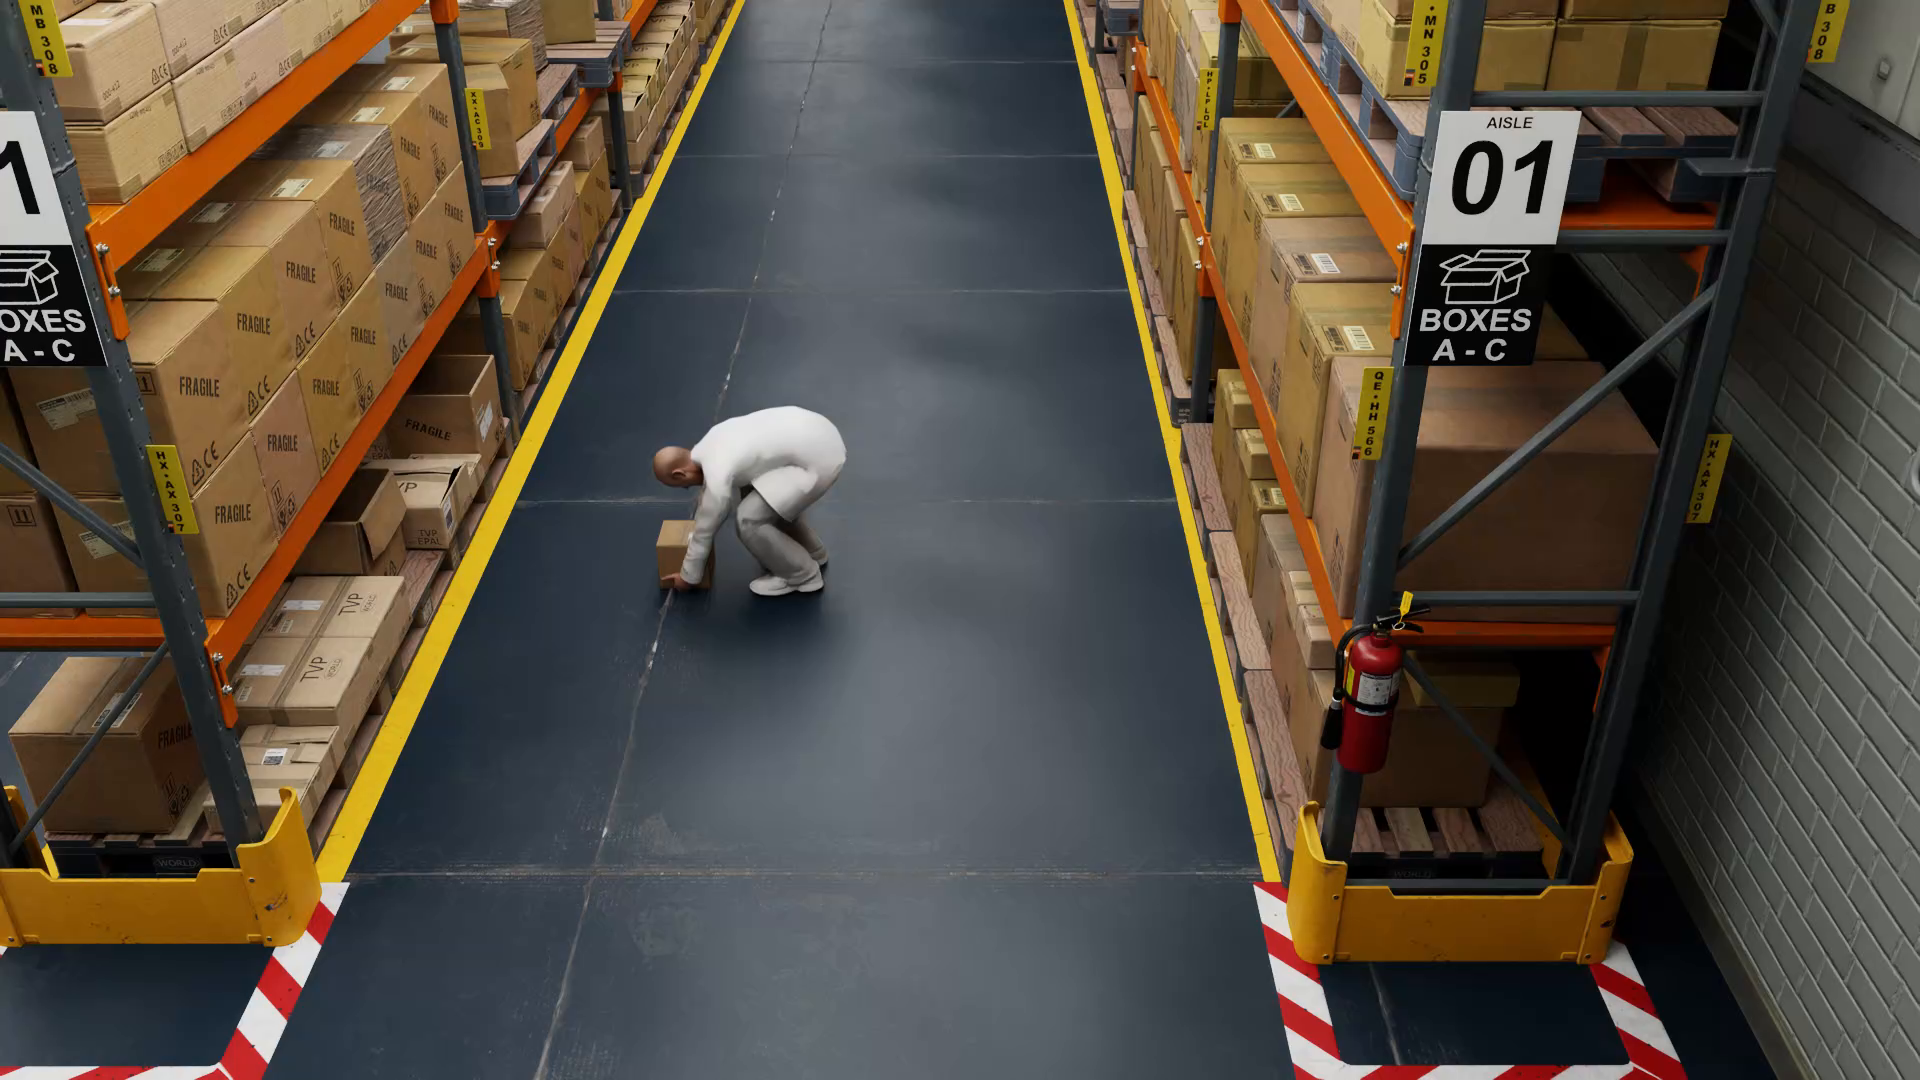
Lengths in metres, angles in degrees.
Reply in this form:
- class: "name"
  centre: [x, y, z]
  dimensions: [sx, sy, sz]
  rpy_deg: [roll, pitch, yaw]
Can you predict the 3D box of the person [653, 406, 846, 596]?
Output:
- class: "person"
  centre: [-1.039, -0.205, 8.321]
  dimensions: [0.954, 0.933, 0.595]
  rpy_deg: [-1, 31, -2]
